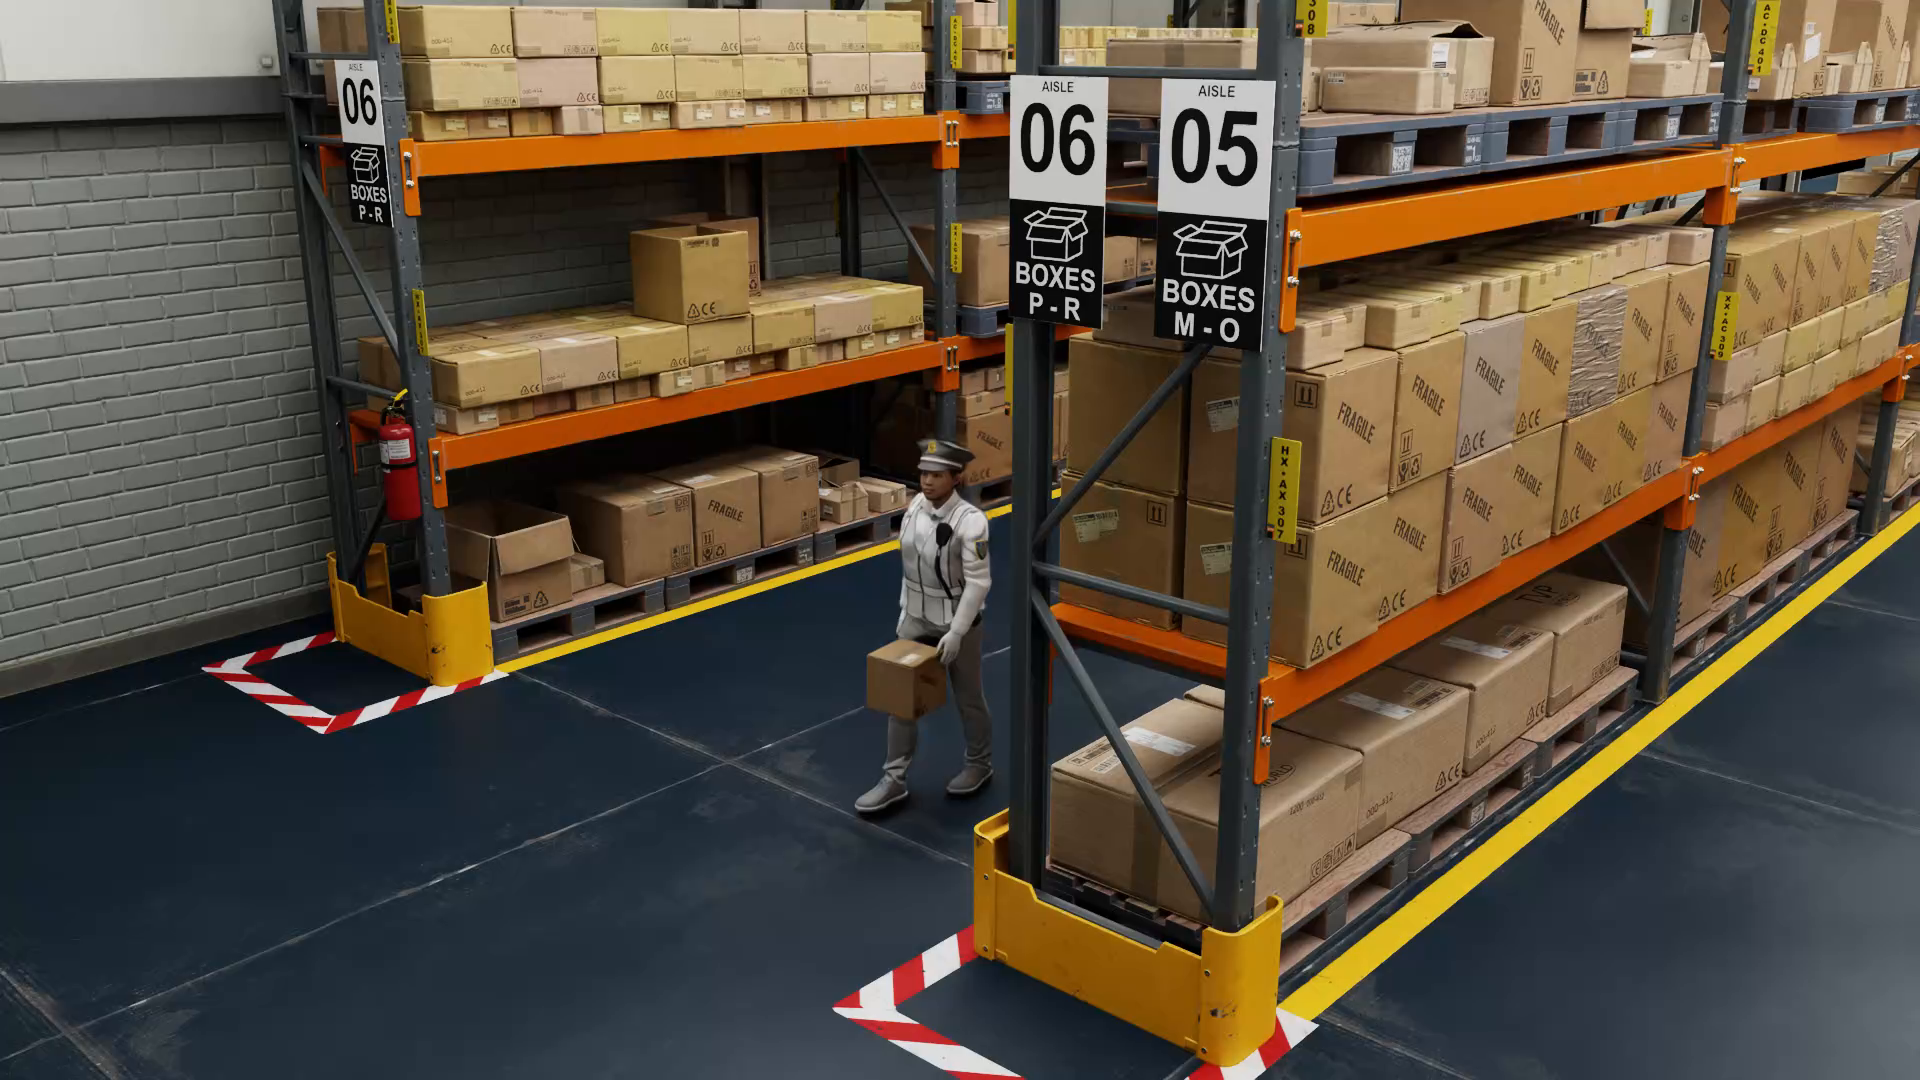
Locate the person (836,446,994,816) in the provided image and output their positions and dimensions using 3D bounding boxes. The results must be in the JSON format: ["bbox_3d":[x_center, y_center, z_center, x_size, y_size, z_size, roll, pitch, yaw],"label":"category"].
[{"bbox_3d":[-0.147,0.392,7.208,0.501,1.657,0.844,14,22,37],"label":"person"}]
